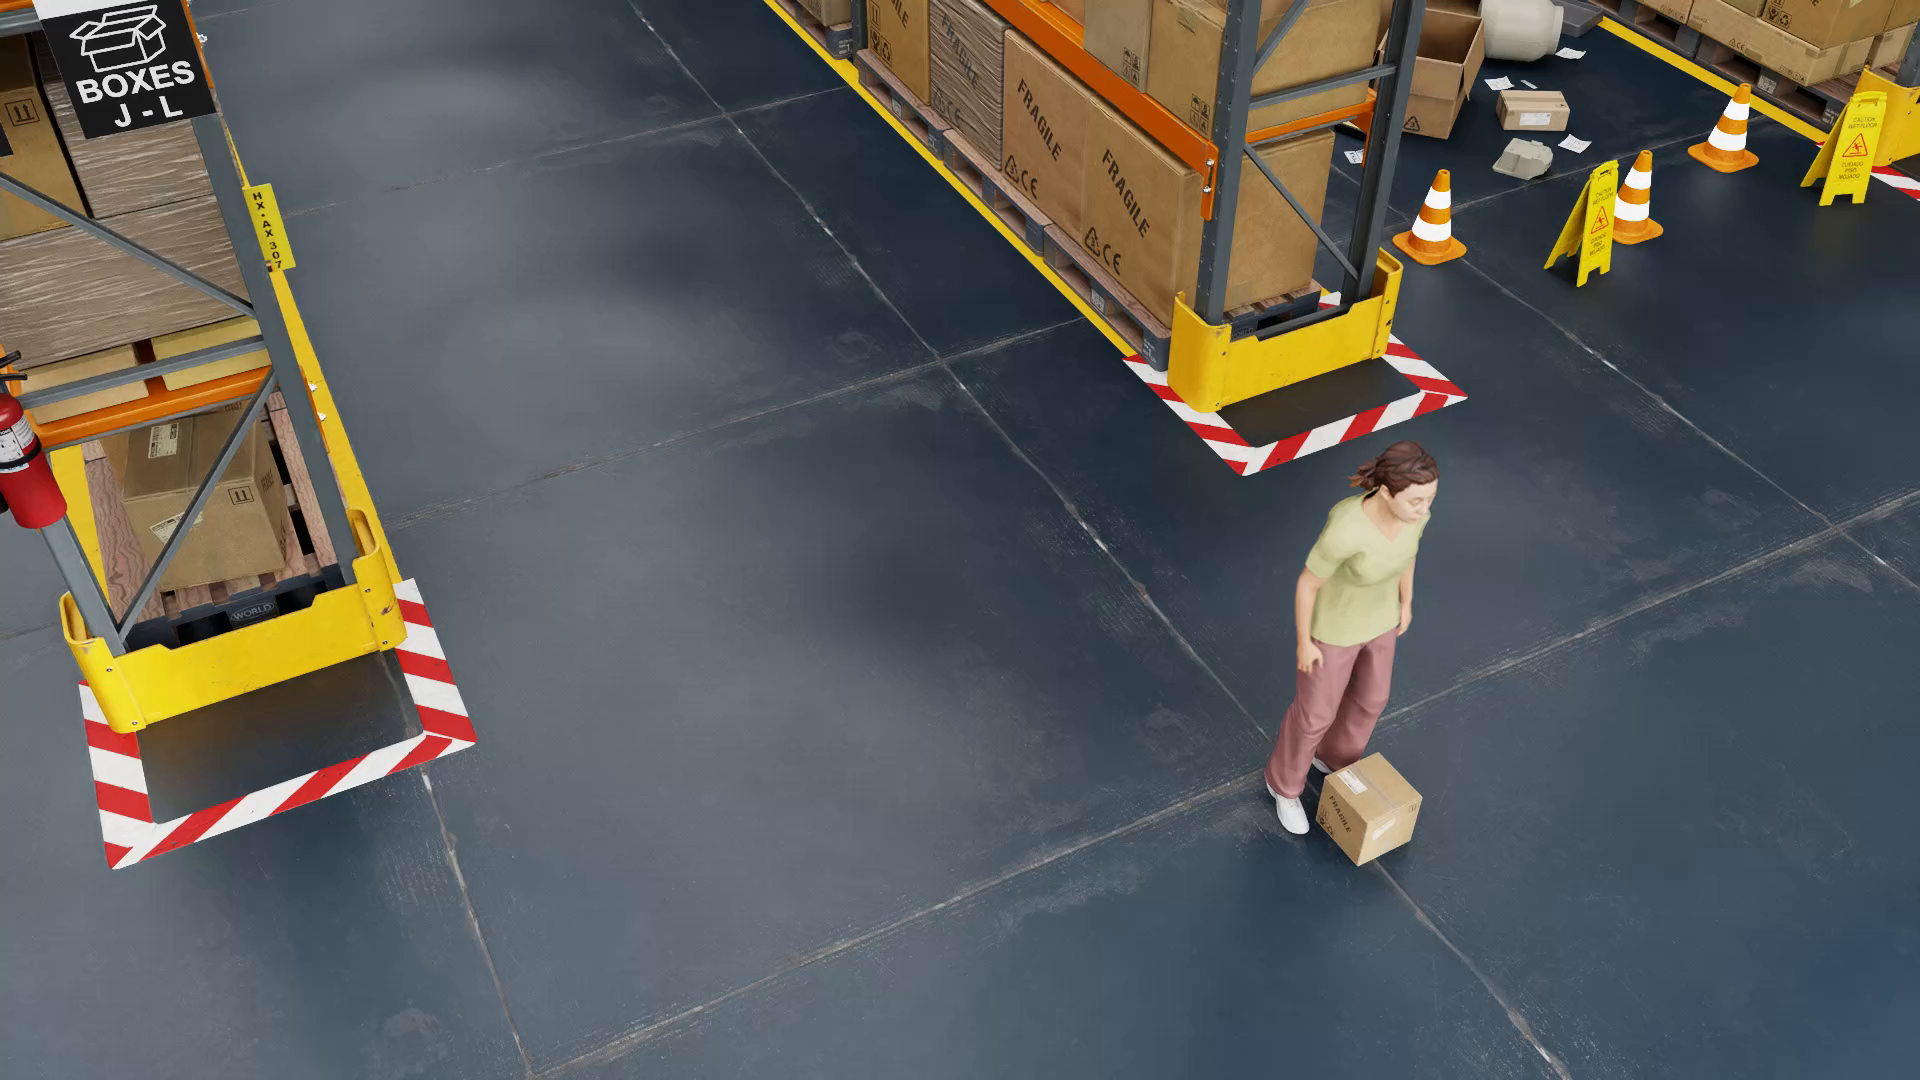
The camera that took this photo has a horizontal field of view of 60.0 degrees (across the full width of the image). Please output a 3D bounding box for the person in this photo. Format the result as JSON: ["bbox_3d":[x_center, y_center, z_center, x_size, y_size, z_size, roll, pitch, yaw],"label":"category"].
[{"bbox_3d":[1.381,0.311,5.808,0.505,1.672,0.351,-20,45,-21],"label":"person"}]
